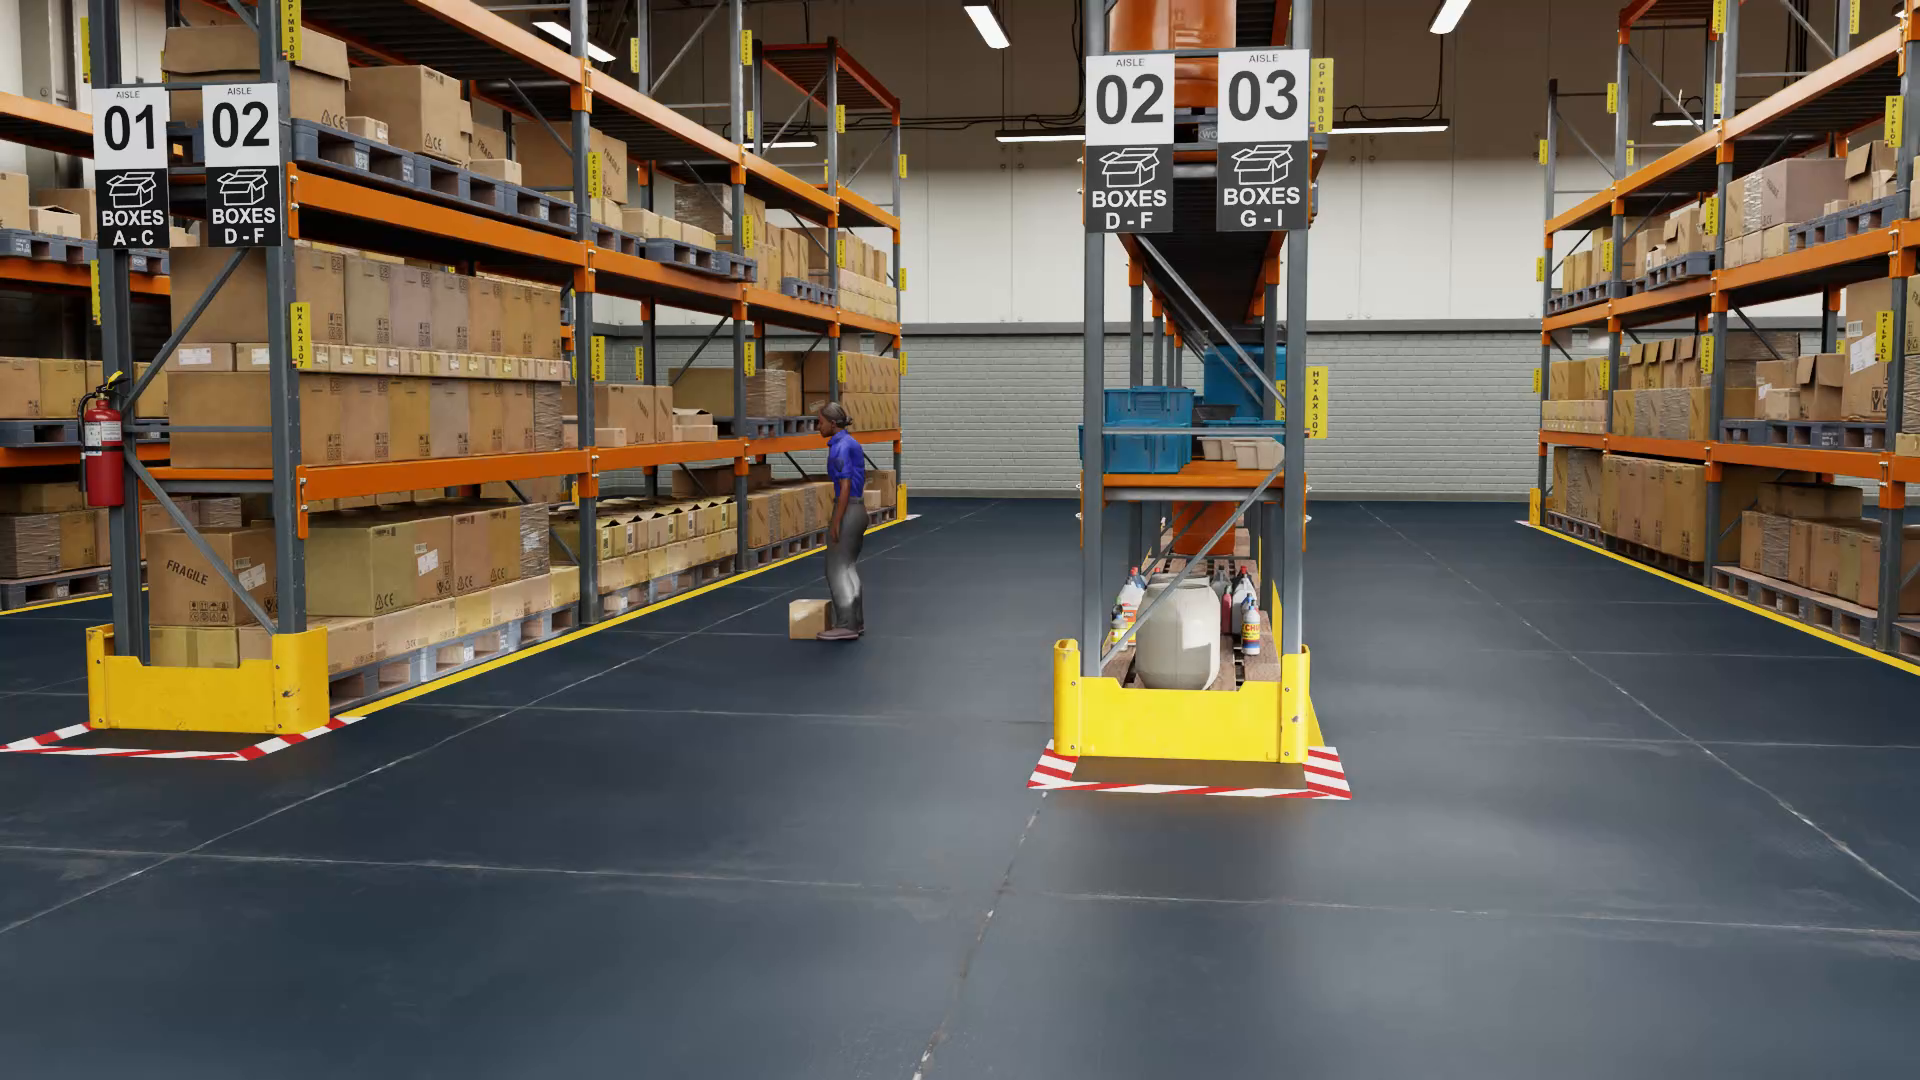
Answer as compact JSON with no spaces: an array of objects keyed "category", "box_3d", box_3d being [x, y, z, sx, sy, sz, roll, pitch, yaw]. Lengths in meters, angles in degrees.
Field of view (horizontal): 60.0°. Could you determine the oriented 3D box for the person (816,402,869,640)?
[{"category":"person","box_3d":[-0.819,-0.138,11.657,0.348,1.653,0.523,0,5,5]}]
